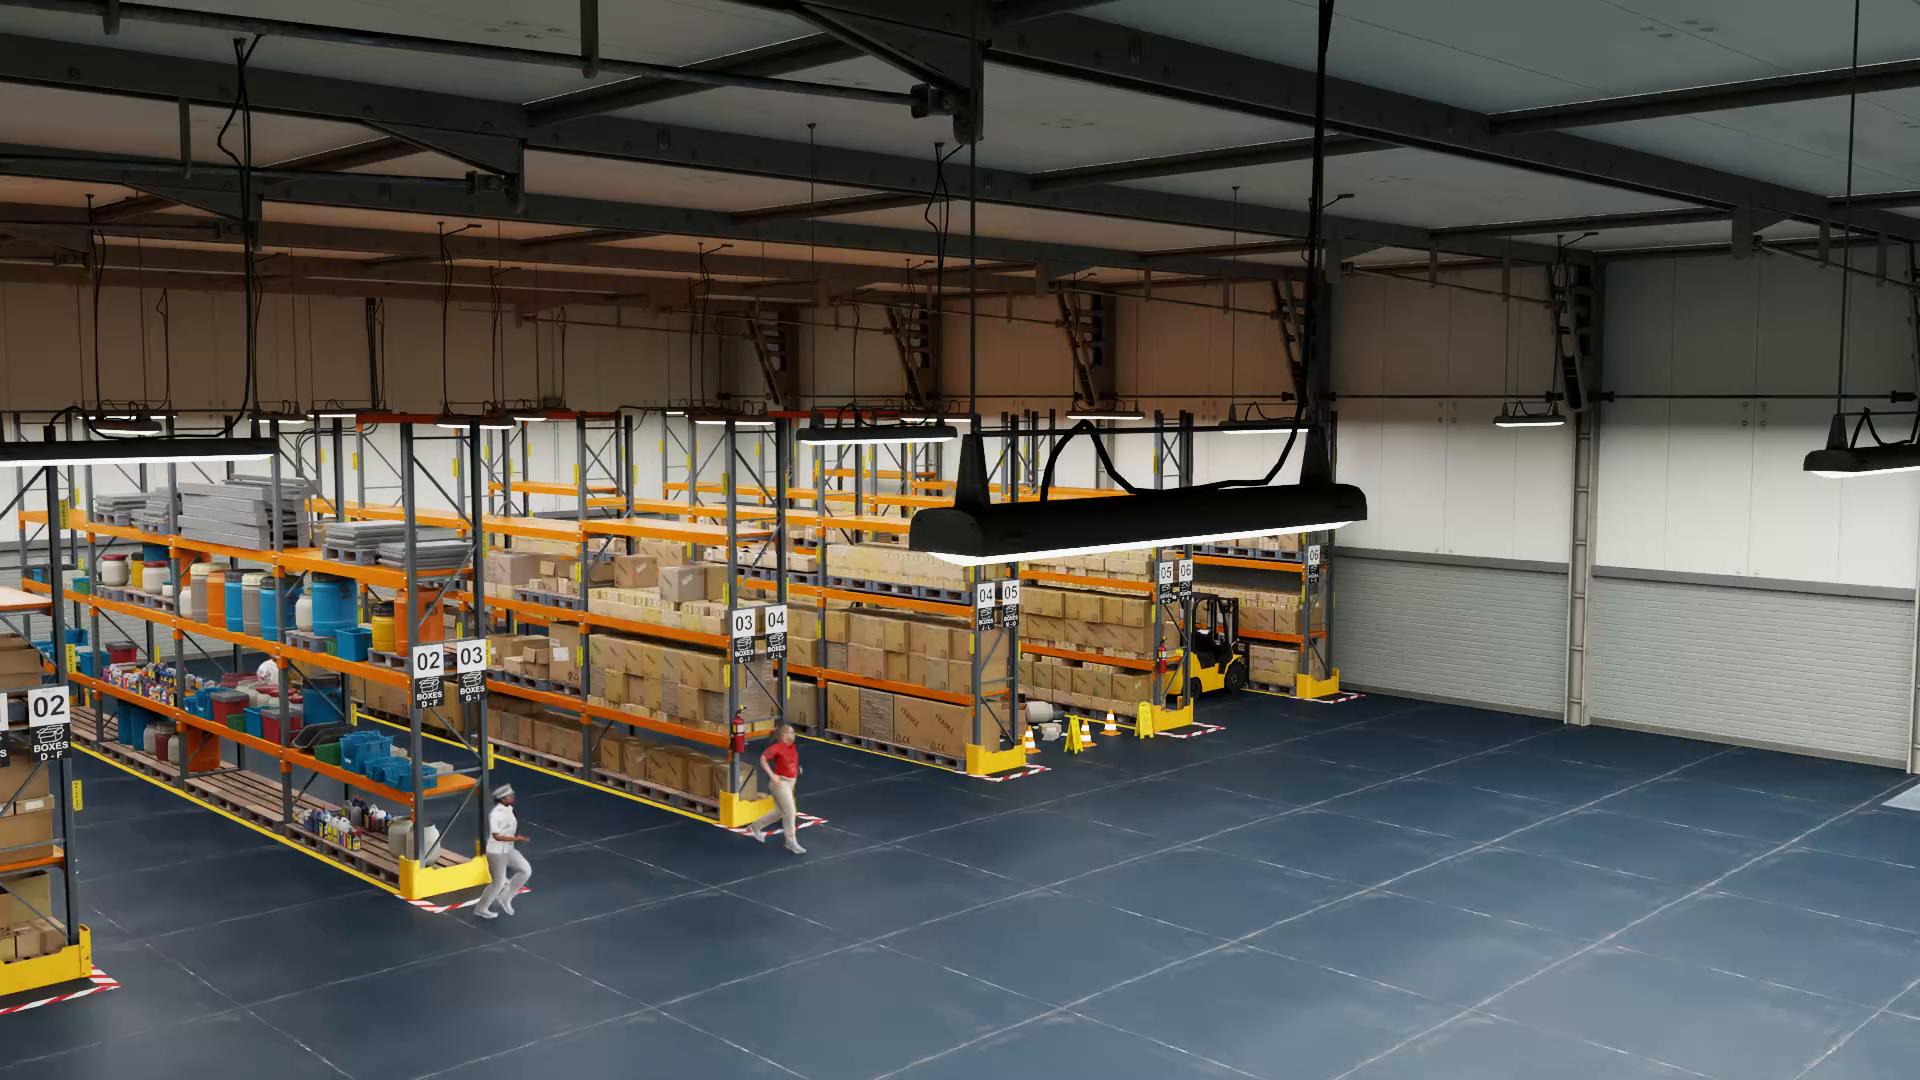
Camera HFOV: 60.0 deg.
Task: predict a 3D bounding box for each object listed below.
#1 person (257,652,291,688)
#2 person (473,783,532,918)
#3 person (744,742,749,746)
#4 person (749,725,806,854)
[{"bbox_3d":[-12.640,2.822,30.664,1.008,1.782,0.643,5,7,43],"label":"person"},{"bbox_3d":[-5.529,3.755,20.124,0.721,1.651,0.595,0,5,3],"label":"person"},{"bbox_3d":[-4.190,2.824,30.350,0.935,1.769,0.700,4,6,38],"label":"person"},{"bbox_3d":[-2.506,3.459,23.386,0.945,1.708,0.696,2,5,19],"label":"person"}]
